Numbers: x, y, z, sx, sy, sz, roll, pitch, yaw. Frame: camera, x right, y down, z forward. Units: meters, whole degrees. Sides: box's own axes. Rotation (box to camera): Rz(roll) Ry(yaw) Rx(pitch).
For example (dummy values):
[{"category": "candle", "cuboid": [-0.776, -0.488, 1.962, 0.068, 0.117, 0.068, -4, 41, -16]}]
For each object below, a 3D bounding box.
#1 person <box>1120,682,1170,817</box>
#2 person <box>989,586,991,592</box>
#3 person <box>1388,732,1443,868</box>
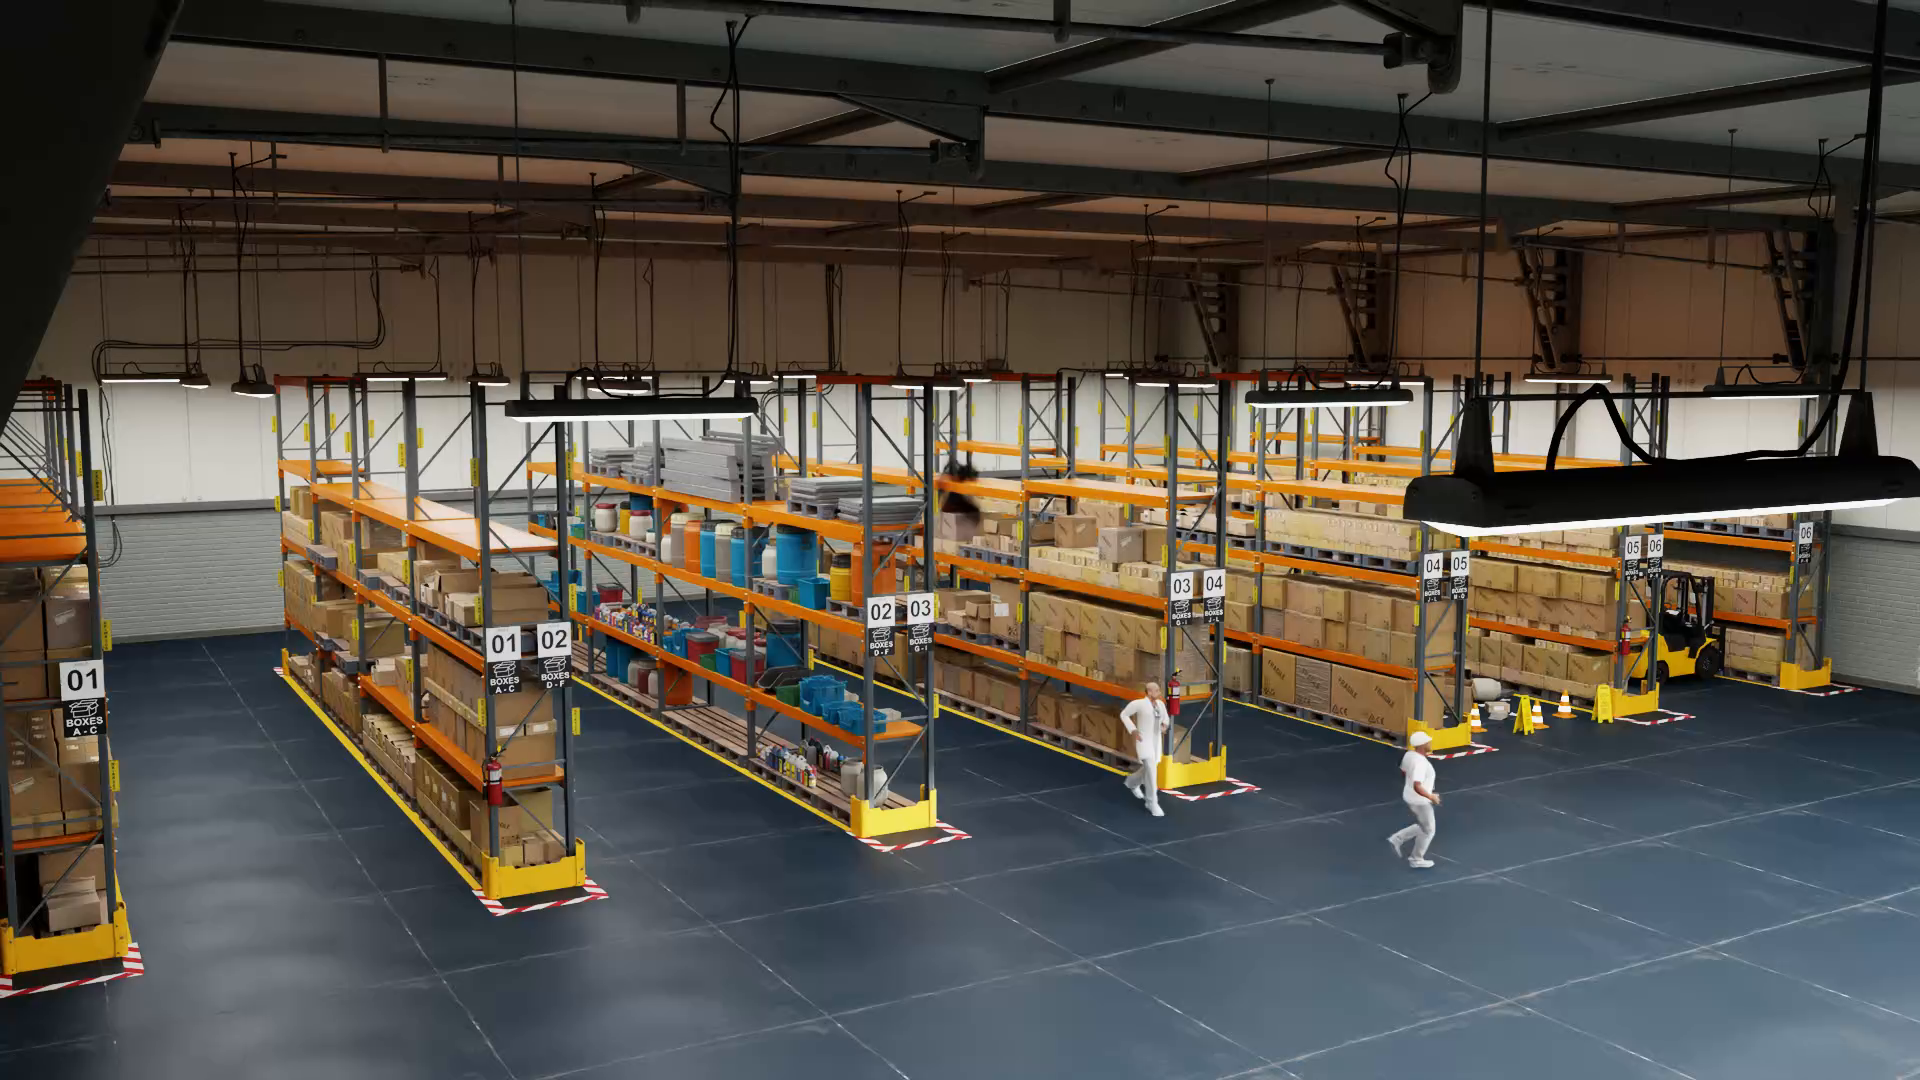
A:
[{"category": "person", "cuboid": [2.686, 2.888, 23.475, 0.715, 1.776, 1.063, -5, 8, -38]}, {"category": "person", "cuboid": [0.908, 0.953, 41.763, 0.856, 1.718, 0.636, 3, 7, 23]}, {"category": "person", "cuboid": [5.659, 3.221, 20.622, 0.560, 1.722, 0.686, 0, 6, -1]}]
